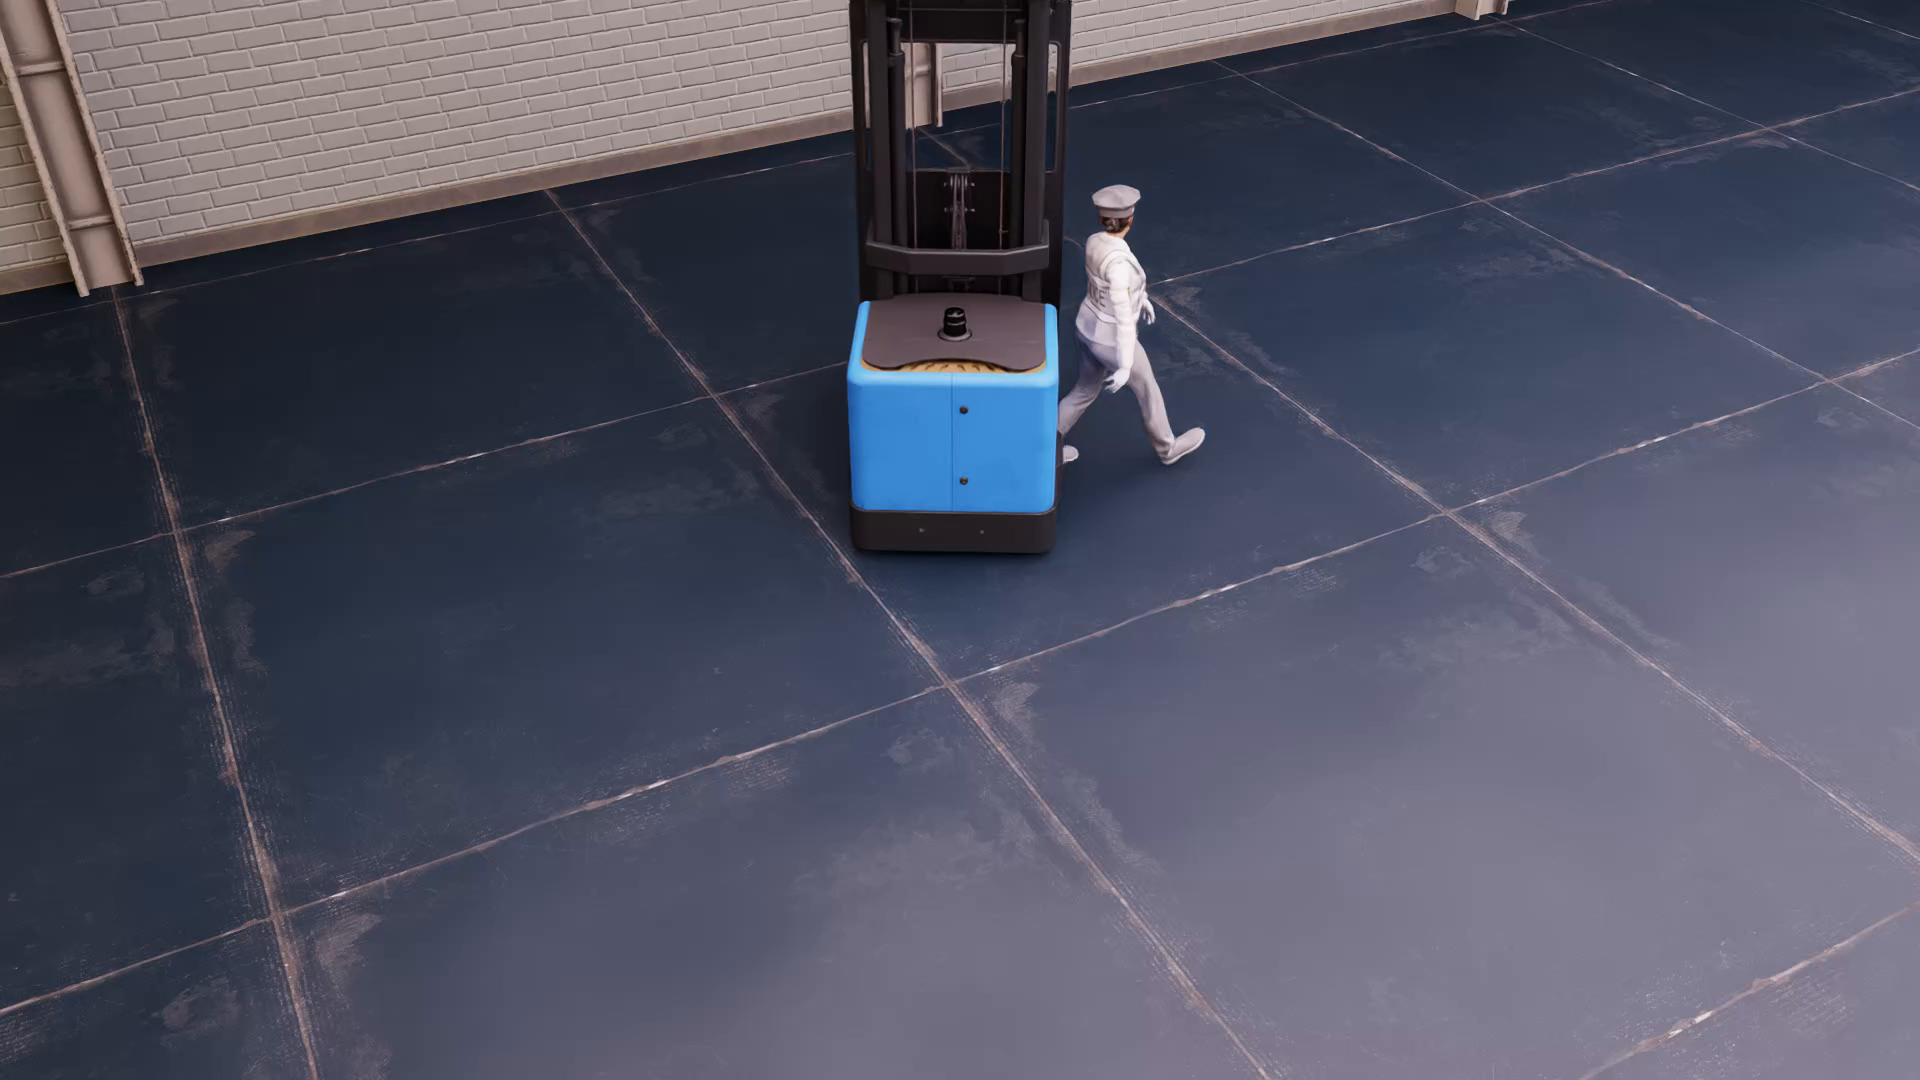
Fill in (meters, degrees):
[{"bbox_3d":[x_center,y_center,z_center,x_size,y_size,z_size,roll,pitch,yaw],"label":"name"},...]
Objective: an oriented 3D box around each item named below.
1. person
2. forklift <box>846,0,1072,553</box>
[{"bbox_3d":[0.886,-1.074,8.802,0.904,1.607,0.625,-13,37,-18],"label":"person"},{"bbox_3d":[0.010,-1.952,8.885,1.130,2.935,3.031,1,35,2],"label":"forklift"}]
